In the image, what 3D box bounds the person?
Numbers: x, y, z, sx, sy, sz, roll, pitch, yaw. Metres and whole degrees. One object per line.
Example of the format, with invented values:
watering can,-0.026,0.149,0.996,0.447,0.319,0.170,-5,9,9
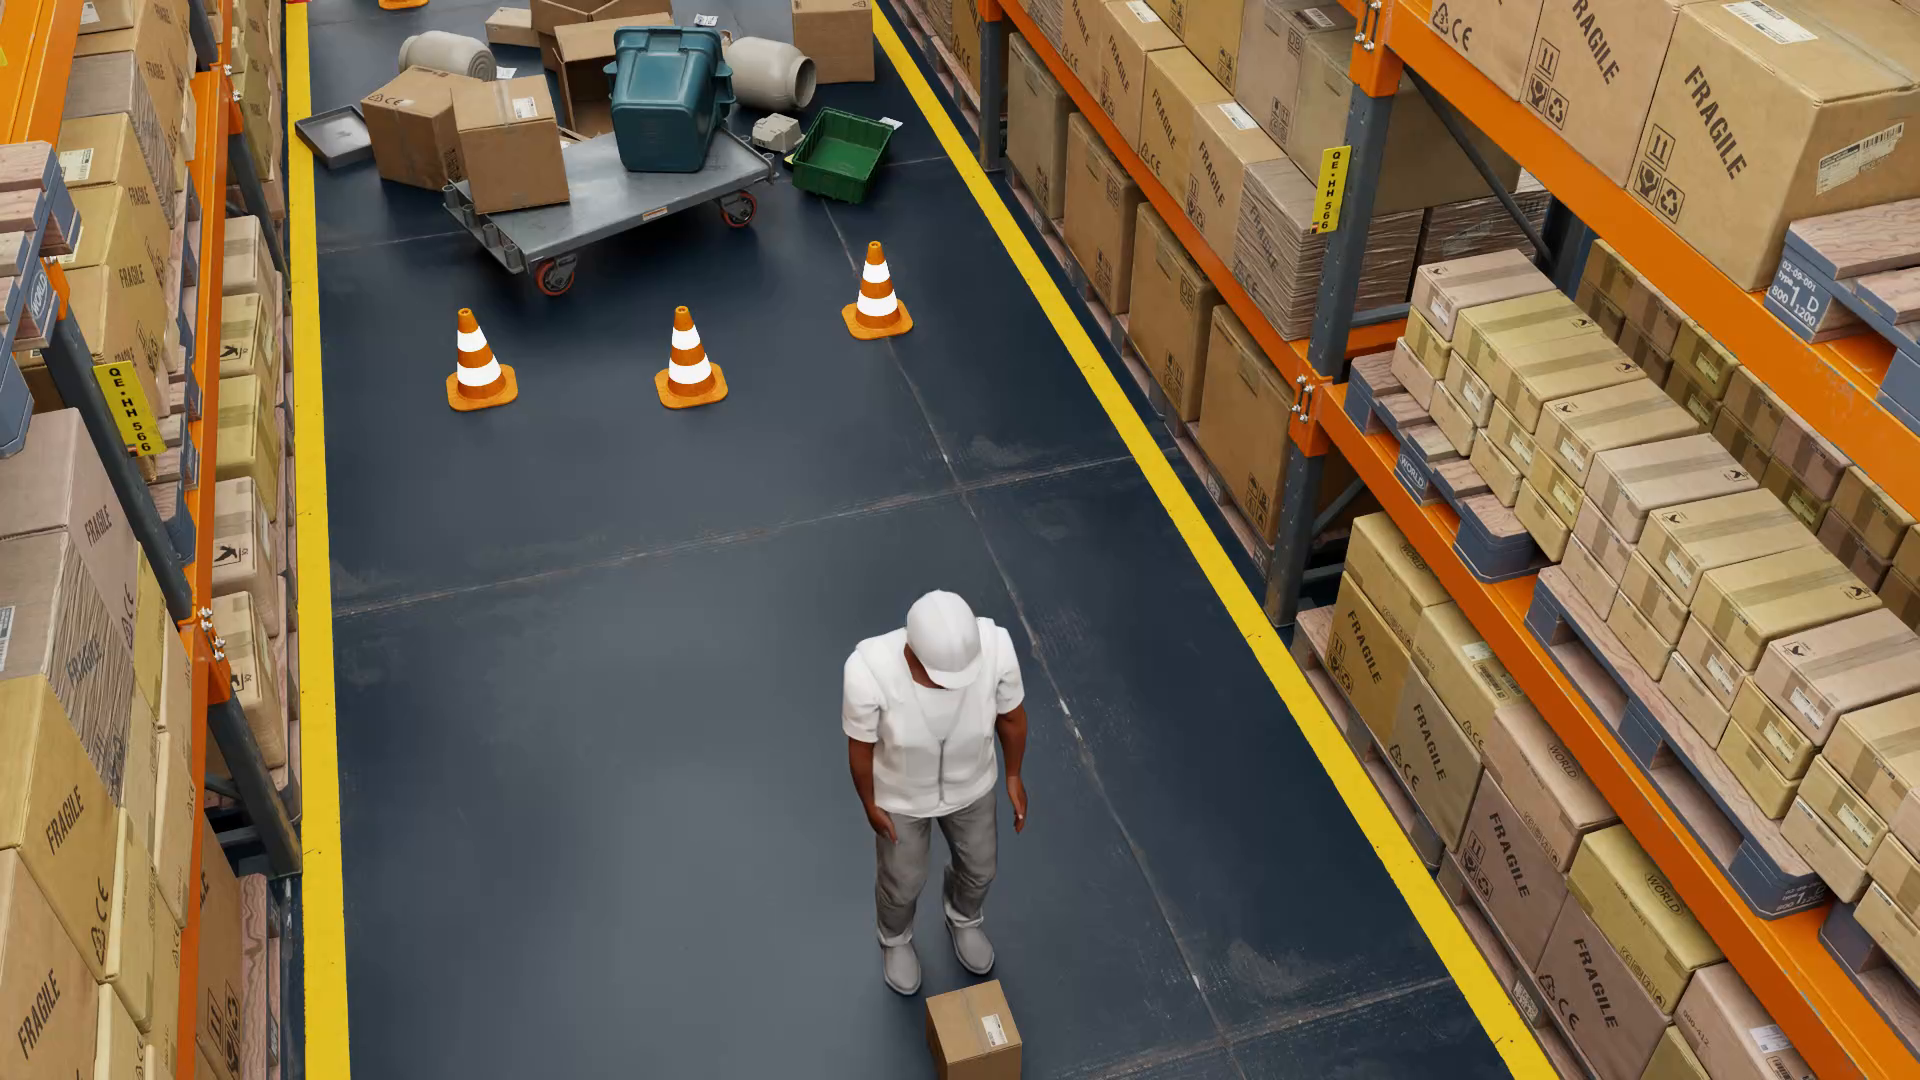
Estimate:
person,-0.048,0.846,5.304,0.613,1.633,0.576,-11,43,-12
